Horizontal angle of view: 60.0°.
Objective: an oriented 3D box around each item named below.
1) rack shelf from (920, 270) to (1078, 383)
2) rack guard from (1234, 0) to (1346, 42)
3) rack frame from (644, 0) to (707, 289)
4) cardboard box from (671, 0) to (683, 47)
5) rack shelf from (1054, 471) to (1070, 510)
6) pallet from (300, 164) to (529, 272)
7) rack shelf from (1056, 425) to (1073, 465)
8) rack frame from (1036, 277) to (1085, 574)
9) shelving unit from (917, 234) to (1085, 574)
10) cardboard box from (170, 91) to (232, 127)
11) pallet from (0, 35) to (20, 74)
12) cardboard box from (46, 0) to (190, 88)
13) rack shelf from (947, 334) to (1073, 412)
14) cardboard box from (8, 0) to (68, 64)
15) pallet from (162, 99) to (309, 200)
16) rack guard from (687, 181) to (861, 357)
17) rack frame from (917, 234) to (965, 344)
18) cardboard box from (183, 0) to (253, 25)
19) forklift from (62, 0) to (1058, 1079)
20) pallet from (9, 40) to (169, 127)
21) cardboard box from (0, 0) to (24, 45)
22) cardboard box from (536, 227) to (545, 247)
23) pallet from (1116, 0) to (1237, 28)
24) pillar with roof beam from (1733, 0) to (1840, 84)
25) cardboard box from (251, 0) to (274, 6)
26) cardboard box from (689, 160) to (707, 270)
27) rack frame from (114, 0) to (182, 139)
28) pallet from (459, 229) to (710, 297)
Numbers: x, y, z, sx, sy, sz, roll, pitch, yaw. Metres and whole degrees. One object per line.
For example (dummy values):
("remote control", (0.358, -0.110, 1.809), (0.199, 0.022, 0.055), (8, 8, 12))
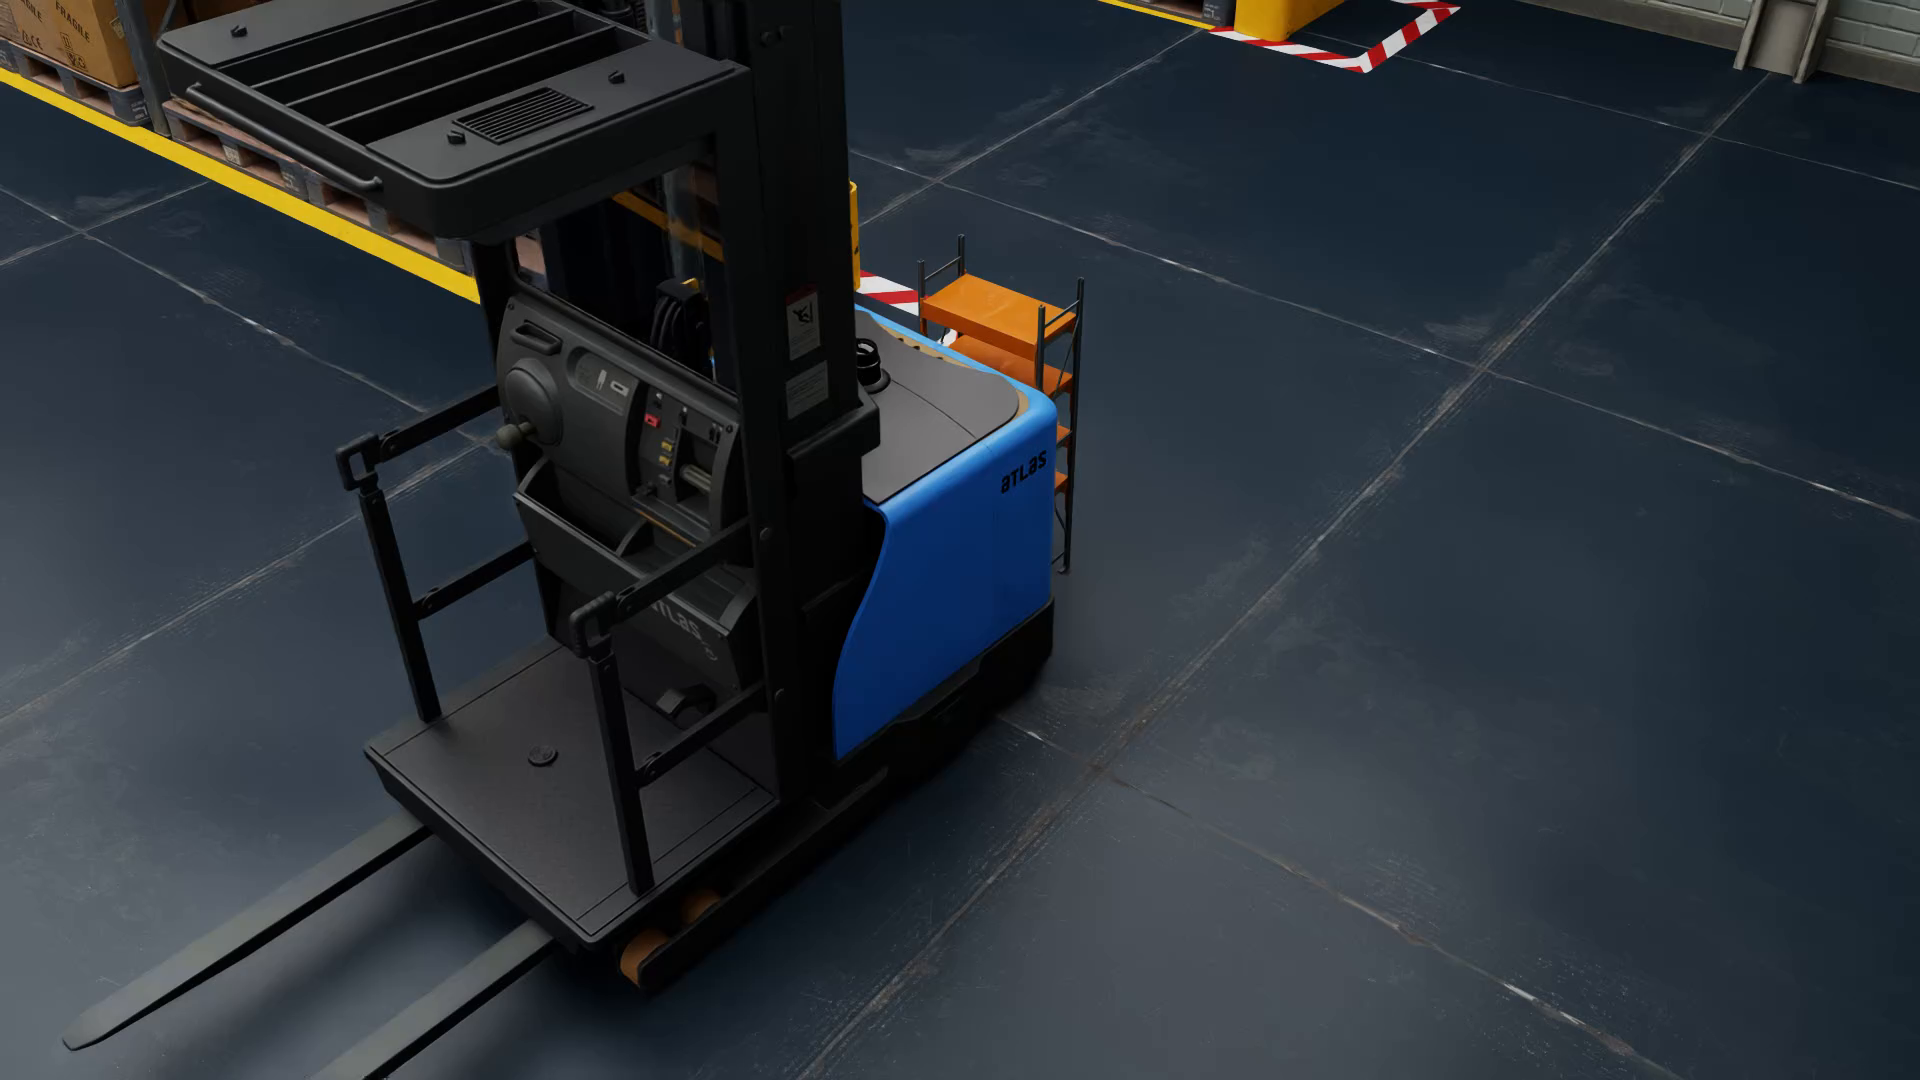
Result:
("rack shelf", (0.131, -0.720, 5.559), (0.480, 0.148, 0.258), (25, 45, 29))
("rack guard", (2.157, -3.562, 10.394), (0.348, 0.500, 1.175), (25, 45, 29))
("rack frame", (-0.869, -2.128, 6.535), (0.127, 3.000, 1.000), (25, 45, 29))
("cardboard box", (-1.390, -2.202, 6.548), (0.500, 0.500, 0.500), (27, 45, 30))
("rack shelf", (0.131, -0.201, 5.965), (0.480, 0.148, 0.258), (25, 45, 29))
("pallet", (-2.528, -1.814, 8.396), (1.213, 0.211, 1.003), (25, 45, 29))
("rack shelf", (0.131, -0.357, 5.842), (0.480, 0.148, 0.258), (25, 45, 29))
("rack frame", (0.325, -0.319, 5.684), (0.015, 1.200, 0.240), (25, 45, 29))
("shelving unit", (0.131, -0.410, 5.801), (0.503, 1.200, 0.258), (25, 45, 29))
("cardboard box", (-3.844, -2.478, 8.805), (0.500, 0.311, 0.500), (25, 45, 29))
("pallet", (-5.688, -3.271, 10.257), (1.213, 0.211, 1.003), (25, 45, 29))
("cardboard box", (-4.612, -2.860, 9.140), (0.500, 0.500, 0.500), (25, 44, 28))
("rack shelf", (0.131, -0.534, 5.705), (0.480, 0.148, 0.258), (25, 45, 29))
("cardboard box", (-5.000, -3.049, 9.382), (0.500, 0.500, 0.500), (25, 45, 29))
("pallet", (-3.501, -2.270, 8.979), (1.213, 0.211, 1.003), (25, 45, 29))
("rack guard", (-0.929, -1.172, 7.342), (0.348, 0.500, 1.175), (25, 45, 29))
("rack frame", (-0.062, -0.502, 5.918), (0.015, 1.200, 0.240), (25, 45, 29))
("cardboard box", (-4.282, -3.116, 9.467), (0.500, 0.500, 0.500), (23, 44, 27))
("forklift", (-1.044, -0.260, 4.204), (1.130, 2.935, 3.031), (29, 46, 32))
("pallet", (-4.715, -2.814, 9.673), (1.213, 0.211, 1.003), (25, 45, 29))
("cardboard box", (-5.398, -3.237, 9.622), (0.500, 0.500, 0.500), (26, 45, 29))
("cardboard box", (-1.717, -1.464, 7.629), (0.250, 0.166, 0.380), (25, 45, 29))
("pallet", (1.455, -3.718, 10.828), (1.213, 0.211, 1.003), (25, 45, 29))
("pillar with roof beam", (2.192, -4.222, 4.342), (0.400, 9.000, 9.100), (25, 45, 29))
("cardboard box", (-3.421, -2.741, 8.988), (0.500, 0.500, 0.500), (25, 45, 29))
("cardboard box", (-1.450, -1.400, 7.276), (0.500, 0.500, 0.500), (25, 45, 29))
("rack frame", (-4.046, -3.626, 8.448), (0.127, 3.000, 1.000), (25, 45, 29))
("pallet", (-1.563, -1.357, 7.812), (1.213, 0.211, 1.003), (25, 45, 29))
